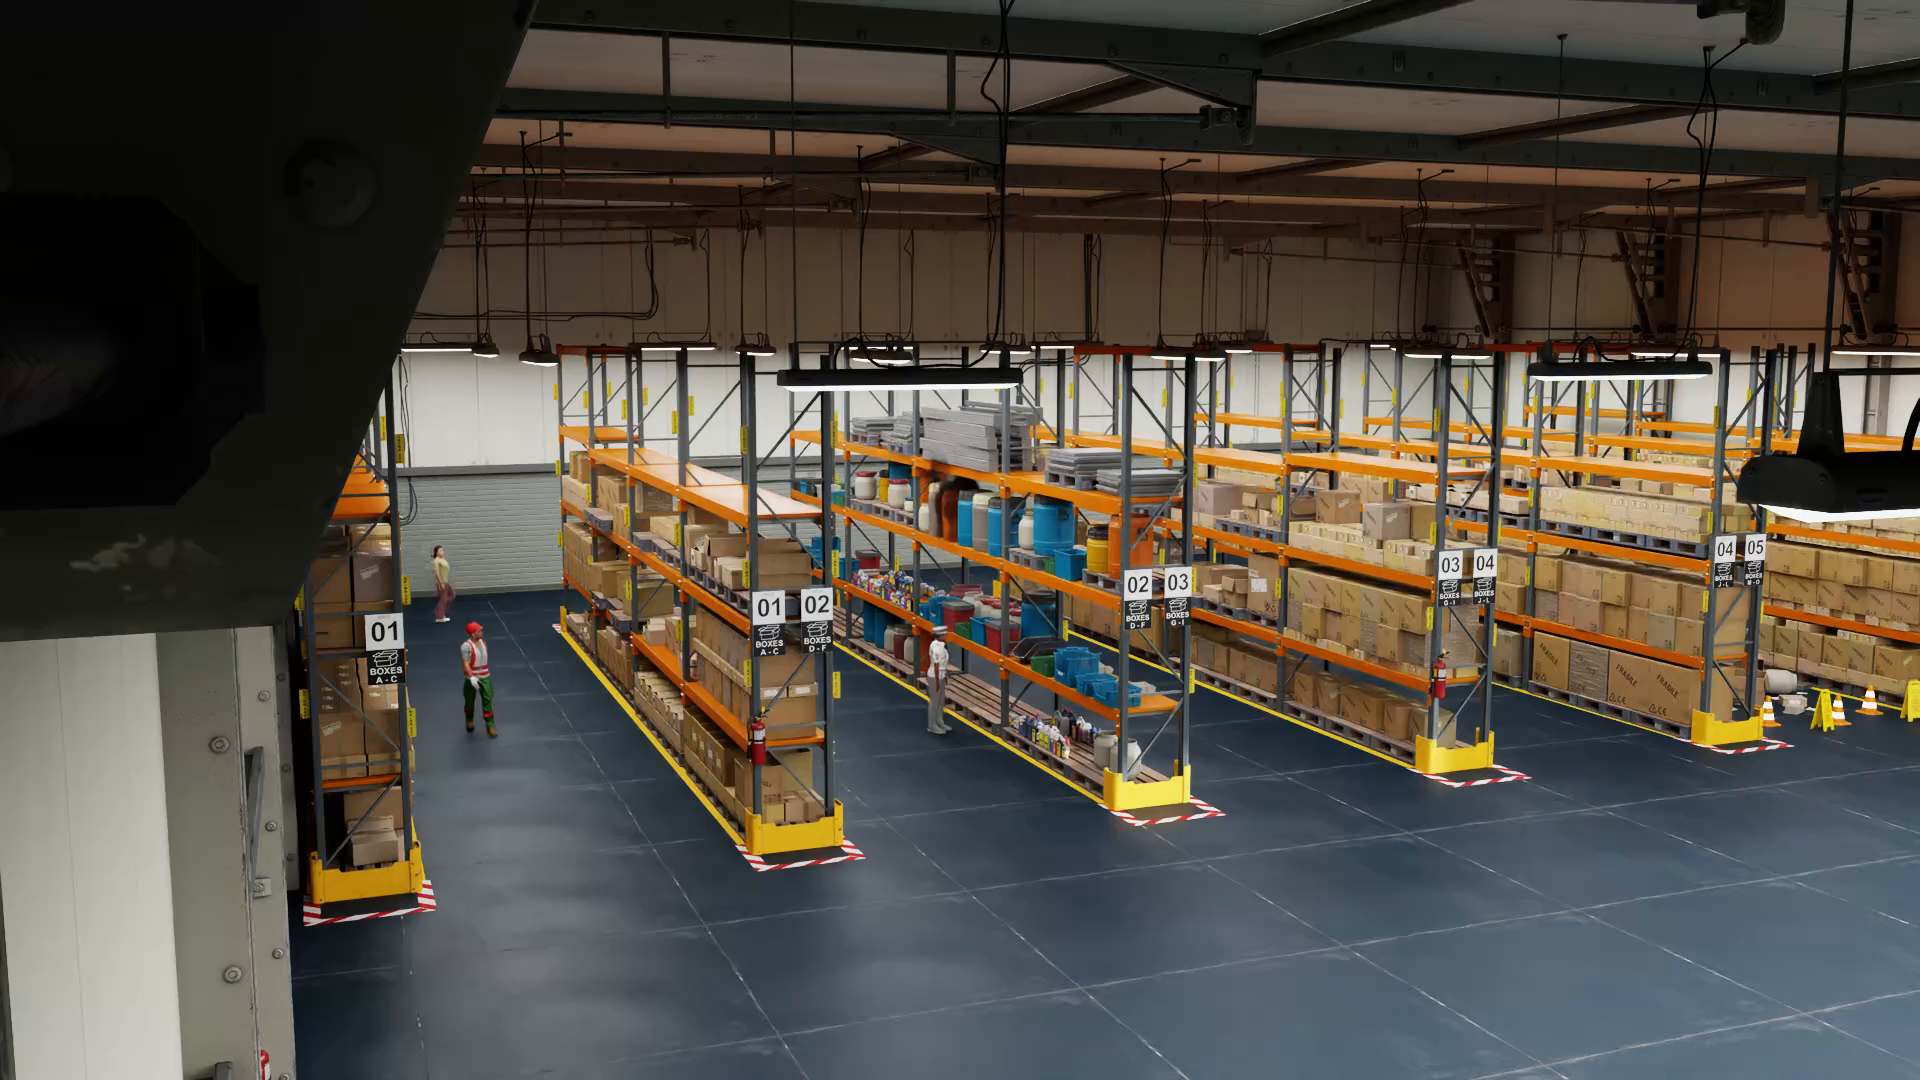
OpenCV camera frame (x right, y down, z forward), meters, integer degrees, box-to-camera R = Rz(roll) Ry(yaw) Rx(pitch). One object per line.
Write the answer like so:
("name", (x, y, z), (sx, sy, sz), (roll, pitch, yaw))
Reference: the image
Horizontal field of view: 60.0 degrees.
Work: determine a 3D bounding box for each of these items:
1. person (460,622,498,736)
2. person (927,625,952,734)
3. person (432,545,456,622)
("person", (-7.558, 2.146, 25.979), (0.472, 1.730, 1.044), (-4, 8, -30))
("person", (-0.326, 2.170, 25.973), (0.385, 1.685, 0.461), (1, 7, 5))
("person", (-11.123, 0.938, 35.845), (0.461, 1.655, 0.465), (-2, 7, -12))
